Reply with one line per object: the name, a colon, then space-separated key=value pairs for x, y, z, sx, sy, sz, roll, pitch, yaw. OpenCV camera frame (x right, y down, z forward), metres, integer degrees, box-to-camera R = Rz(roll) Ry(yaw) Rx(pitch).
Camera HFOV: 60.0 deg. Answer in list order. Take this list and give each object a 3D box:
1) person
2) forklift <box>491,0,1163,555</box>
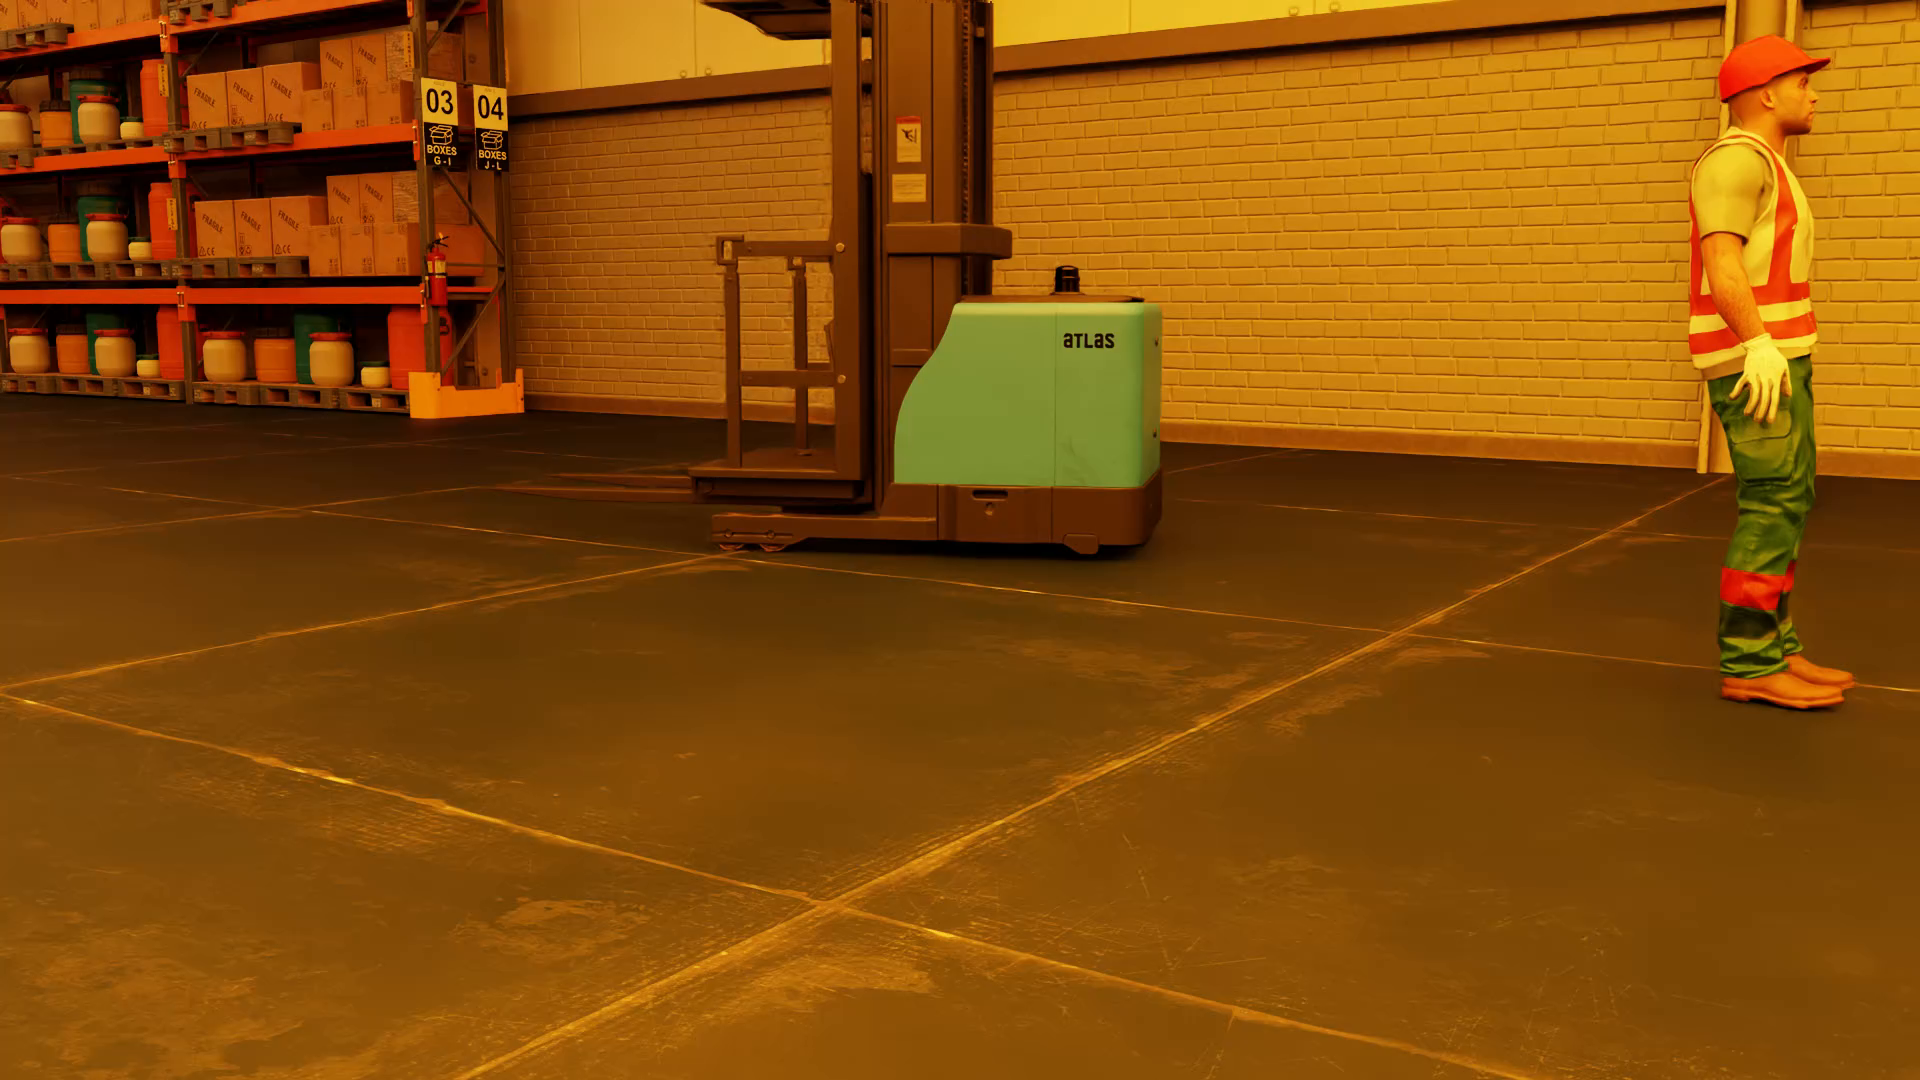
person: x=2.239 y=-0.465 z=4.560 sx=0.478 sy=1.802 sz=0.633 roll=5 pitch=9 yaw=31
forklift: x=-0.620 y=-1.469 z=7.525 sx=3.031 sy=2.935 sz=1.130 roll=2 pitch=8 yaw=12
